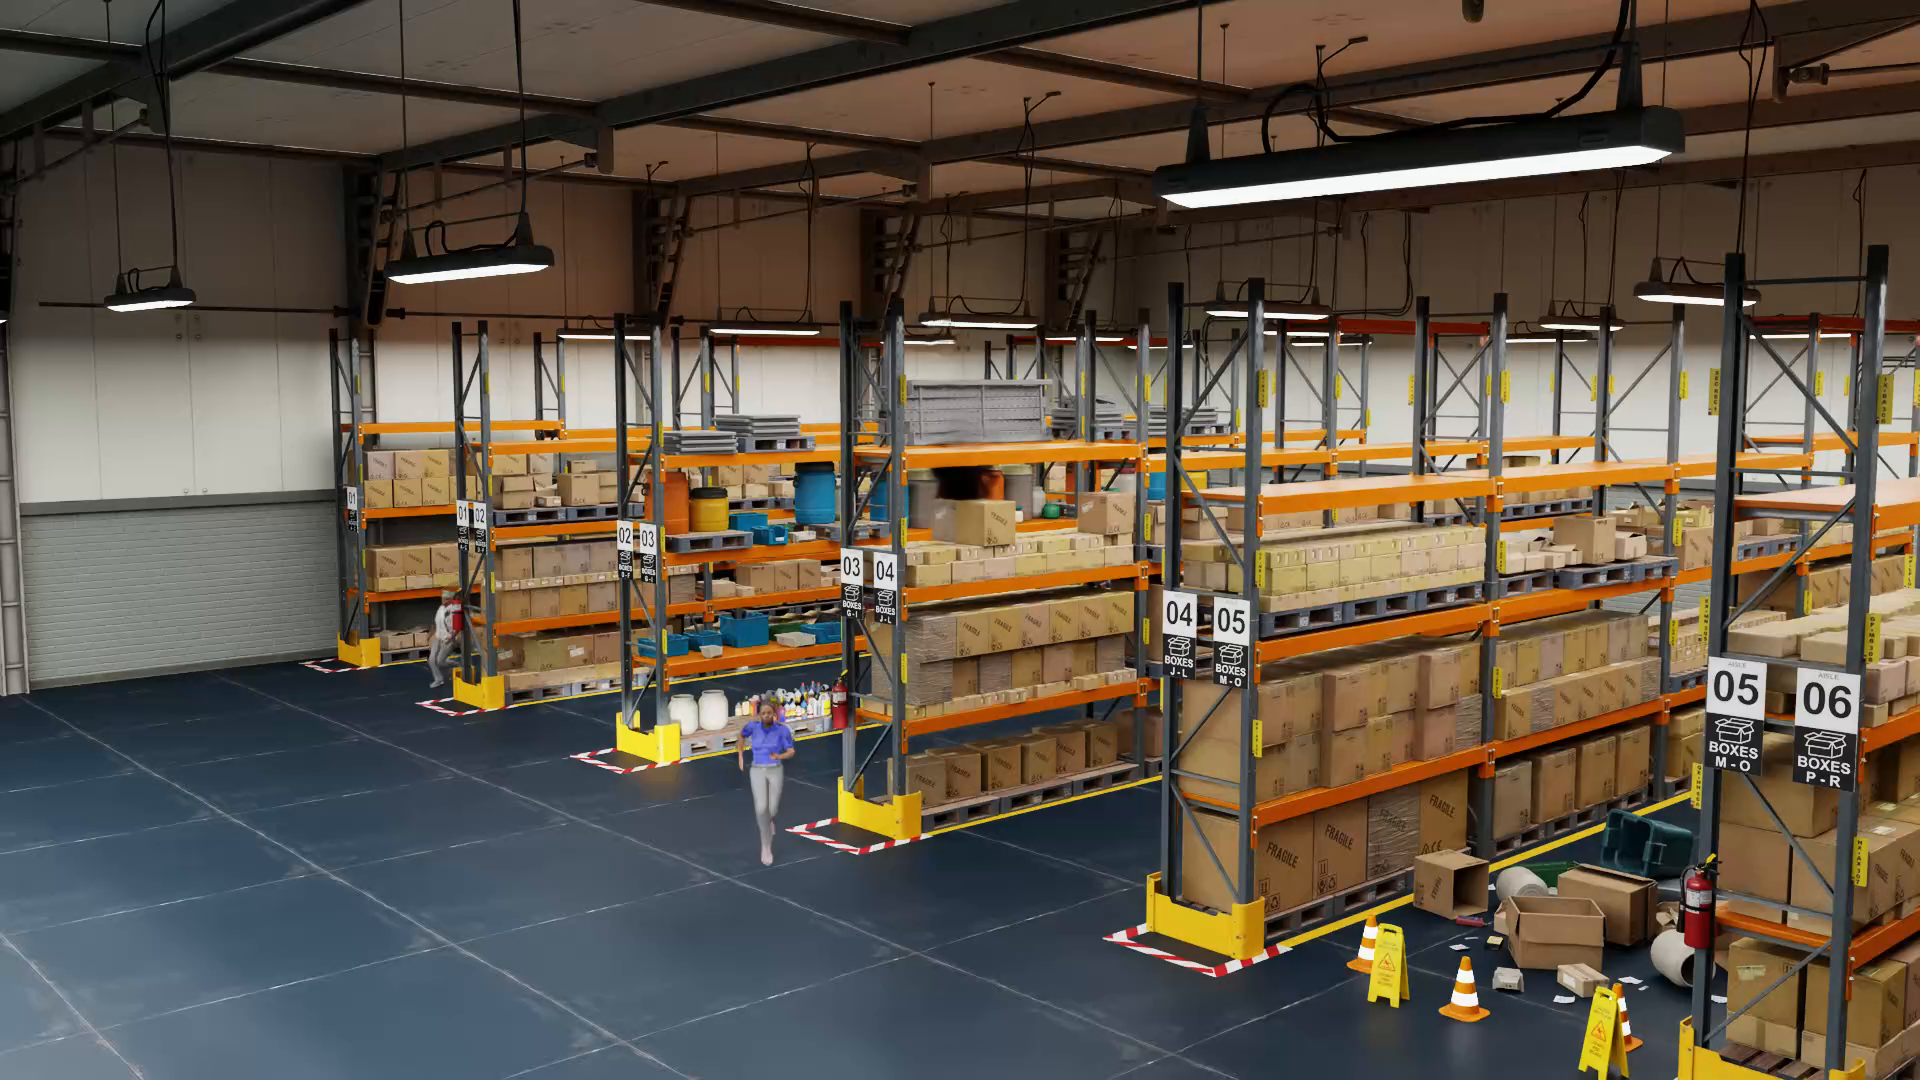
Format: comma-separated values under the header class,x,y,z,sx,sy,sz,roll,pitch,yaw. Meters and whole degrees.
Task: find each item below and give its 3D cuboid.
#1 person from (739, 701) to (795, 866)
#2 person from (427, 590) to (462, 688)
class,x,y,z,sx,sy,sz,roll,pitch,yaw
person,-2.056,2.531,17.711,0.599,1.698,0.844,-1,6,-6
person,-8.534,1.637,27.659,0.621,1.651,0.490,3,7,31
